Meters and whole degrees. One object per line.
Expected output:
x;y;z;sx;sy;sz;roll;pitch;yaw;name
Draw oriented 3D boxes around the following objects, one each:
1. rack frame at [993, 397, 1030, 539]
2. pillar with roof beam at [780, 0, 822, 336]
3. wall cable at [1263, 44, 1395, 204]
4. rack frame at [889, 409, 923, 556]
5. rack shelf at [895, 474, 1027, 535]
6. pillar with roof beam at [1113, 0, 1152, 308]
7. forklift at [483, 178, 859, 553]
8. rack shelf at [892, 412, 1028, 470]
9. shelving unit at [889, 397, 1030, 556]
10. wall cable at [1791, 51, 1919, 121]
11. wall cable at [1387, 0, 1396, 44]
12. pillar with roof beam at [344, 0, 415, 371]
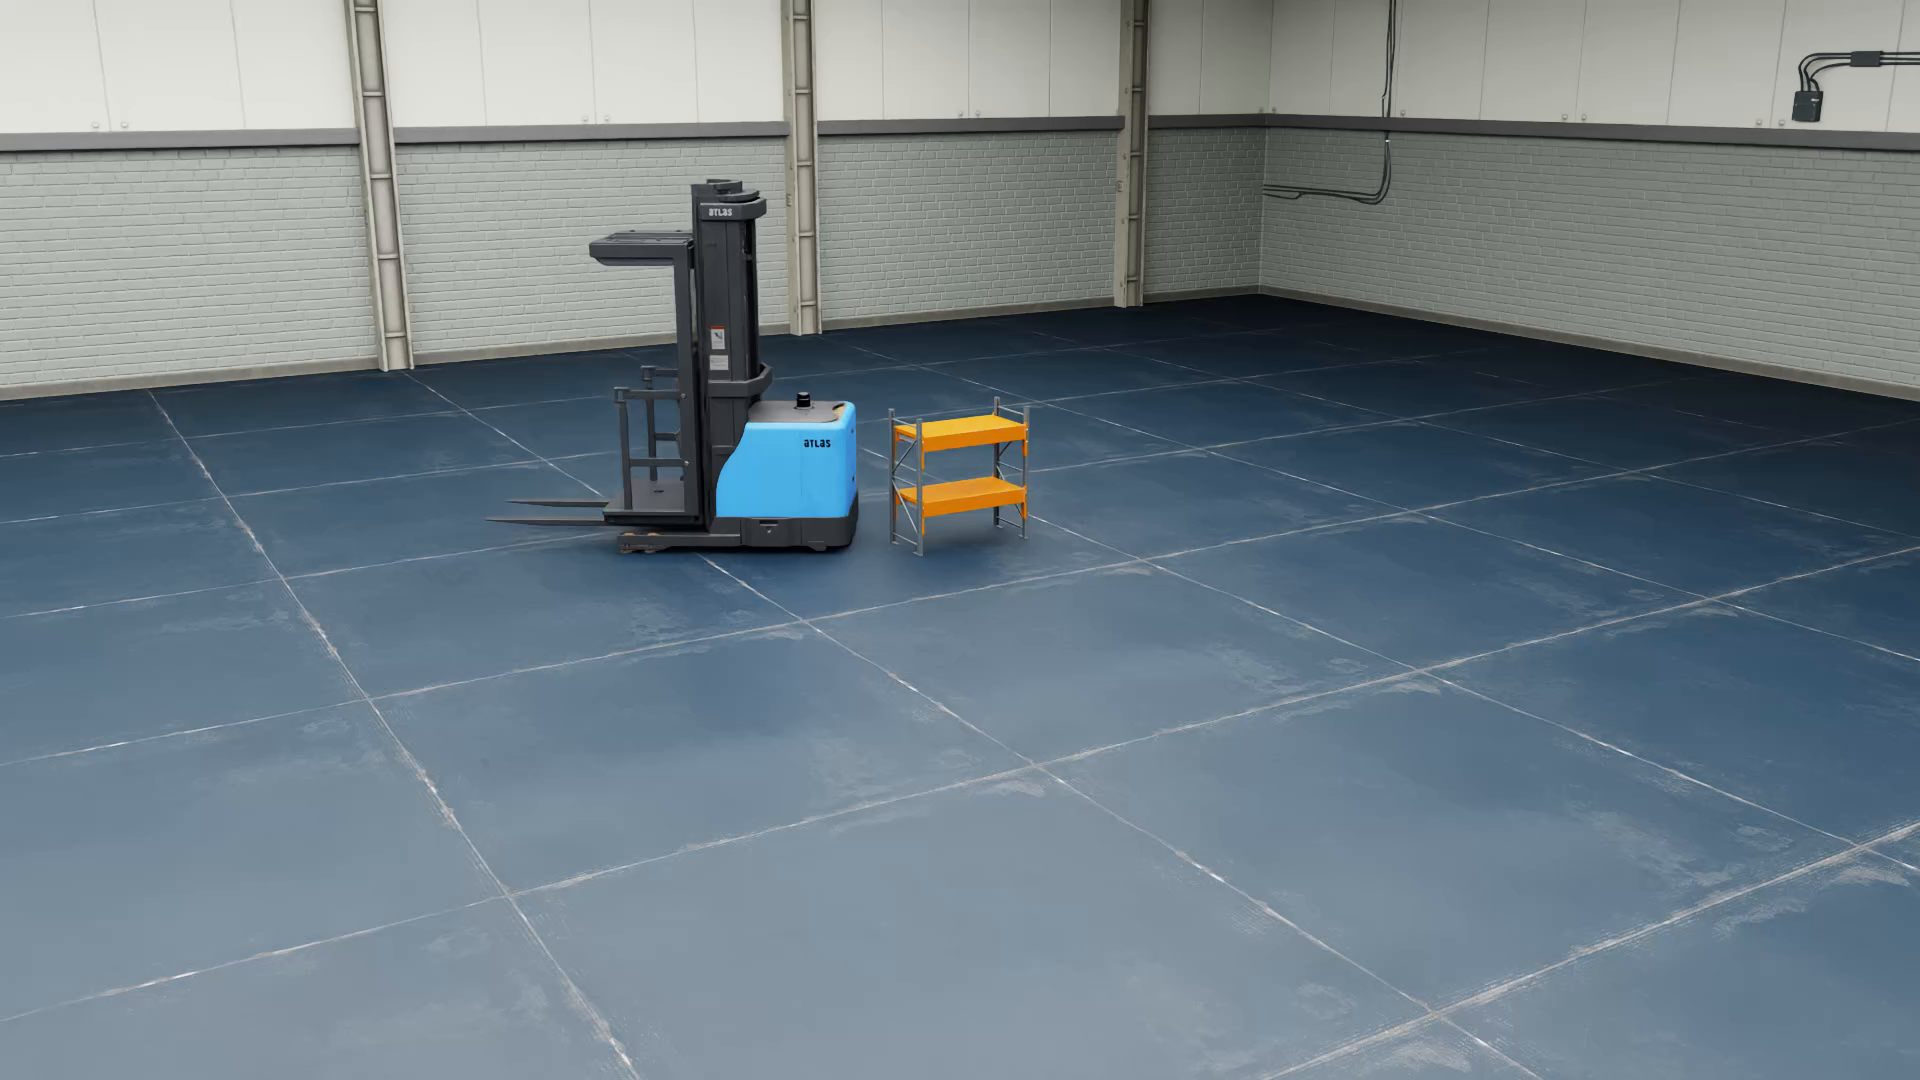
0.430;-0.611;14.007;0.032;1.125;0.500;-9;18;-30;rack frame
-0.101;-6.444;20.227;0.400;9.000;9.100;-9;18;-30;pillar with roof beam
6.031;-6.883;27.545;0.112;2.526;3.097;-9;18;-30;wall cable
-0.442;-0.470;13.503;0.032;1.125;0.500;-9;18;-30;rack frame
-0.006;-0.305;13.821;1.000;0.278;0.538;-9;18;-30;rack shelf
5.042;-7.278;23.203;0.400;9.000;9.100;-9;18;-30;pillar with roof beam
-2.403;-1.444;13.631;3.031;2.935;1.130;0;16;2;forklift
-0.006;-0.823;13.676;1.000;0.278;0.538;-9;18;-30;rack shelf
-0.006;-0.541;13.755;1.048;1.125;0.538;-9;18;-30;shelving unit
10.907;-7.817;18.823;0.169;6.003;2.305;-9;18;-30;wall cable
7.425;-8.689;24.630;0.112;2.526;3.097;-9;18;-30;wall cable
-5.244;-5.610;17.252;0.400;9.000;9.100;-9;18;-30;pillar with roof beam
